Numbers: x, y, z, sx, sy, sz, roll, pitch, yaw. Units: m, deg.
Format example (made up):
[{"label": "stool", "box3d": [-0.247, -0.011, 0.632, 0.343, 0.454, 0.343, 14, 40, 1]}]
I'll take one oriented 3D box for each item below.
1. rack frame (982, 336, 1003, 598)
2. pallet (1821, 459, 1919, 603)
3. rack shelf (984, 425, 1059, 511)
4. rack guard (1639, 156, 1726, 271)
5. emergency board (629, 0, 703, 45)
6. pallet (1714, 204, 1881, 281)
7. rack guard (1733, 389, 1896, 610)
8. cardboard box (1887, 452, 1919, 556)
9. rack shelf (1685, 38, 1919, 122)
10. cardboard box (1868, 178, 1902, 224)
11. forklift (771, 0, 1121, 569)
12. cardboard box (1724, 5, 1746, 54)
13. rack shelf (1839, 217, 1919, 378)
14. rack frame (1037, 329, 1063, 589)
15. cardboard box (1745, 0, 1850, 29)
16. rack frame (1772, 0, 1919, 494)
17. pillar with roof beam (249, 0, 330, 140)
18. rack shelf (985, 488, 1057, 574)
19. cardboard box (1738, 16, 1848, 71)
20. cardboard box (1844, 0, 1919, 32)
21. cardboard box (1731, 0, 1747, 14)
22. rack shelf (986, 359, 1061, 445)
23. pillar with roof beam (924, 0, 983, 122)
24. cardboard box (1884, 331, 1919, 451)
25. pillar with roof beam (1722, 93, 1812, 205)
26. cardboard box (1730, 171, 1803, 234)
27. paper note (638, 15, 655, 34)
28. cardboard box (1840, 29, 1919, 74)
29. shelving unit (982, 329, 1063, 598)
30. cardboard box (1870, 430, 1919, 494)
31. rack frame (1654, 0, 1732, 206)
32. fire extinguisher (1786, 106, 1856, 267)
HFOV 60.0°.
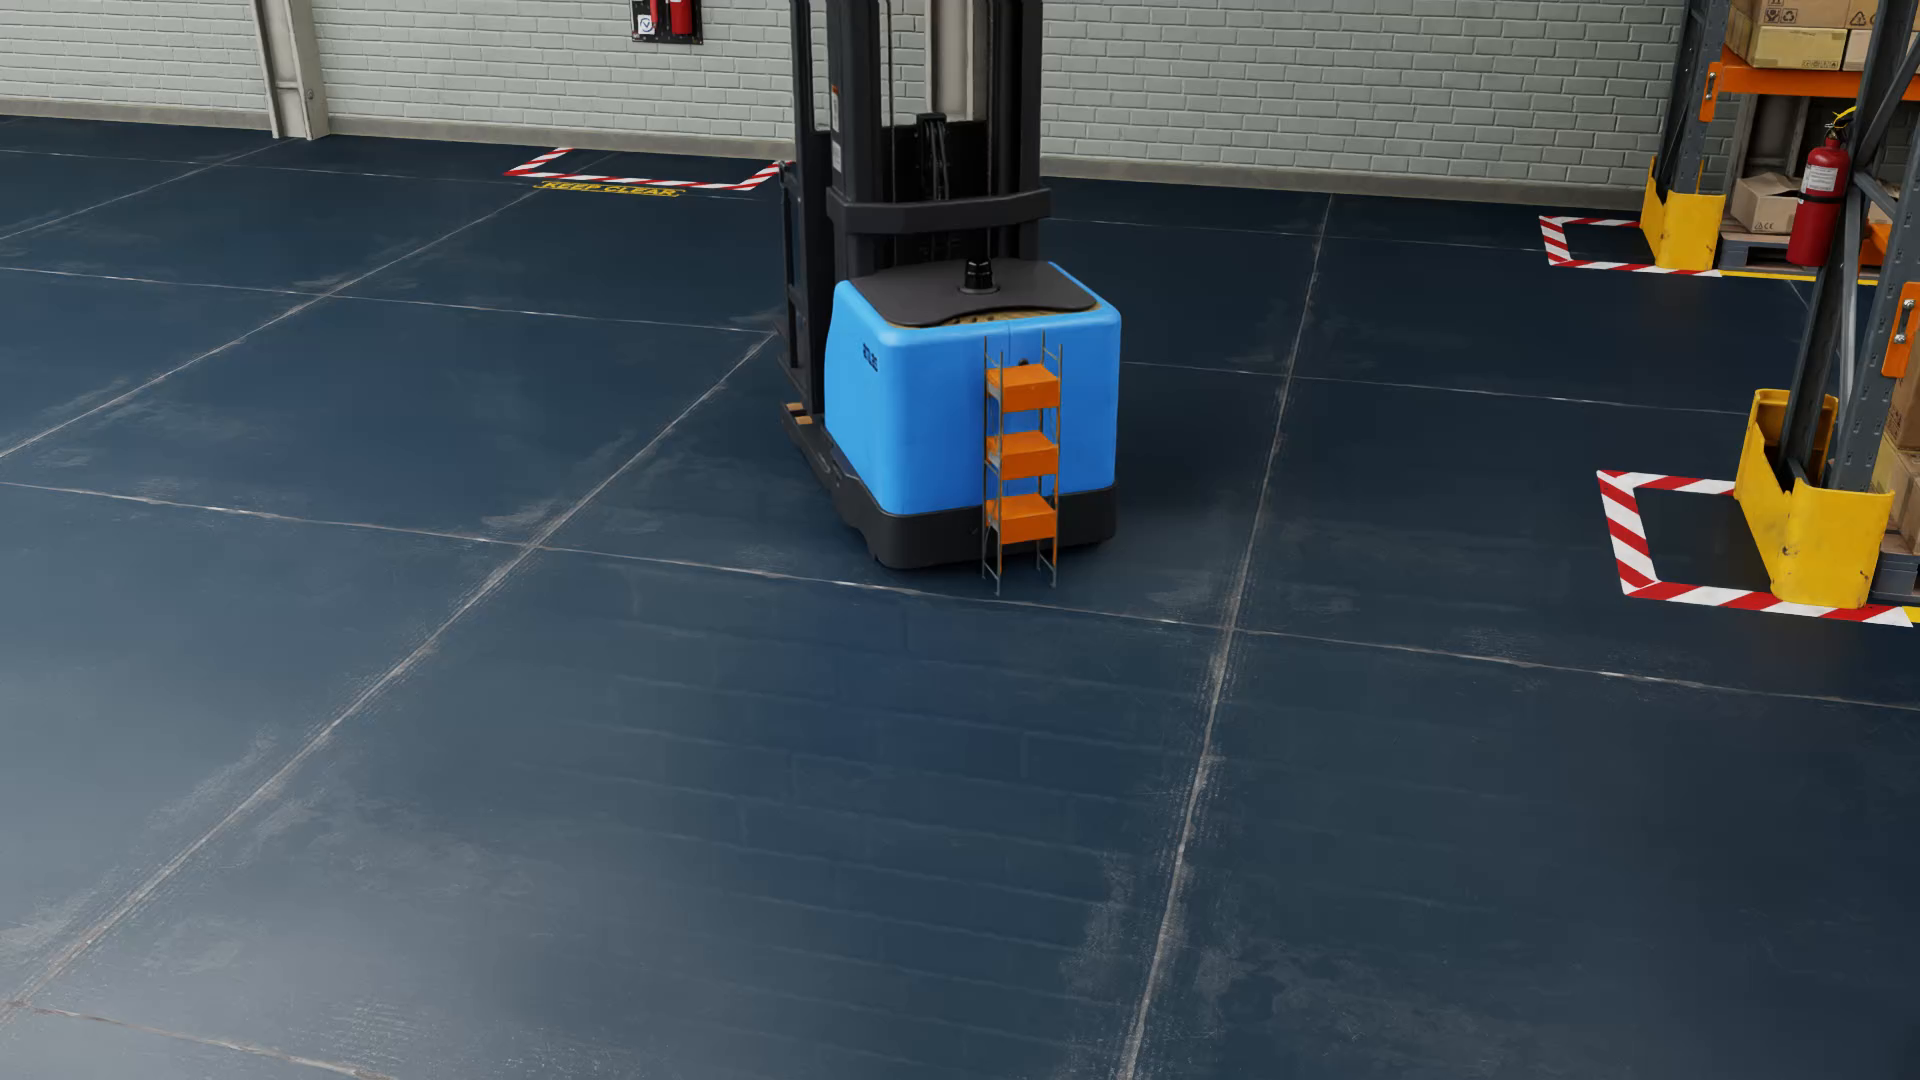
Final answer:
[{"label": "rack frame", "box3d": [0.128, -0.281, 6.619, 0.008, 1.050, 0.200, -8, 27, -17]}, {"label": "pallet", "box3d": [4.389, -0.005, 7.015, 1.213, 0.211, 1.003, 6, 26, 13]}, {"label": "rack shelf", "box3d": [0.243, -0.289, 6.659, 0.240, 0.259, 0.215, -8, 27, -17]}, {"label": "rack guard", "box3d": [4.942, -2.254, 11.404, 0.348, 0.500, 1.175, 6, 26, 13]}, {"label": "emergency board", "box3d": [-2.433, -4.599, 13.421, 0.643, 1.169, 0.194, 6, 26, 13]}, {"label": "pallet", "box3d": [5.720, -2.022, 11.252, 1.213, 0.211, 1.003, 6, 26, 13]}, {"label": "rack guard", "box3d": [3.615, -0.202, 7.094, 0.348, 0.500, 1.175, 6, 26, 13]}, {"label": "cardboard box", "box3d": [4.102, -0.127, 6.737, 0.500, 0.250, 0.500, 6, 26, 13]}, {"label": "rack shelf", "box3d": [6.805, -2.852, 10.588, 4.000, 0.370, 1.077, 6, 26, 13]}, {"label": "cardboard box", "box3d": [6.068, -2.203, 11.005, 0.500, 0.311, 0.500, 9, 27, 17]}, {"label": "forklift", "box3d": [-0.270, -1.815, 7.652, 1.130, 2.935, 3.031, -8, 27, -16]}, {"label": "cardboard box", "box3d": [5.369, -3.363, 10.976, 0.500, 0.250, 0.500, 7, 26, 14]}, {"label": "rack shelf", "box3d": [5.575, -0.790, 6.256, 4.000, 0.370, 1.077, 6, 26, 13]}, {"label": "rack frame", "box3d": [0.358, -0.315, 6.691, 0.008, 1.050, 0.200, -8, 27, -17]}, {"label": "cardboard box", "box3d": [5.255, -3.495, 10.380, 0.500, 0.500, 0.500, 6, 26, 13]}, {"label": "rack frame", "box3d": [3.638, -1.329, 6.551, 0.127, 3.000, 1.000, 6, 26, 13]}, {"label": "pillar with roof beam", "box3d": [-6.933, -5.878, 9.127, 0.400, 9.000, 9.100, 6, 26, 13]}, {"label": "rack shelf", "box3d": [0.243, -0.038, 6.779, 0.240, 0.259, 0.215, -8, 27, -17]}, {"label": "cardboard box", "box3d": [5.261, -3.148, 10.524, 0.500, 0.250, 0.500, 6, 26, 11]}, {"label": "cardboard box", "box3d": [5.732, -3.438, 10.260, 0.500, 0.500, 0.500, 6, 26, 13]}, {"label": "cardboard box", "box3d": [5.377, -3.709, 10.830, 0.500, 0.500, 0.500, 6, 26, 12]}, {"label": "rack shelf", "box3d": [0.243, -0.545, 6.537, 0.240, 0.259, 0.215, -8, 27, -17]}, {"label": "pillar with roof beam", "box3d": [-1.122, -5.235, 7.778, 0.400, 9.000, 9.100, 6, 26, 13]}, {"label": "cardboard box", "box3d": [4.231, -0.682, 7.030, 0.500, 0.500, 0.500, 6, 26, 13]}, {"label": "pillar with roof beam", "box3d": [4.689, -4.593, 6.429, 0.400, 9.000, 9.100, 6, 26, 13]}, {"label": "cardboard box", "box3d": [5.516, -2.264, 11.133, 0.500, 0.311, 0.500, 3, 26, 7]}, {"label": "paper note", "box3d": [-2.588, -4.249, 13.710, 0.142, 0.148, 0.016, 6, 26, 13]}, {"label": "cardboard box", "box3d": [5.768, -3.098, 10.420, 0.500, 0.250, 0.500, 5, 26, 11]}, {"label": "shelving unit", "box3d": [0.243, -0.298, 6.655, 0.252, 1.050, 0.215, -8, 27, -17]}, {"label": "cardboard box", "box3d": [4.231, -0.342, 7.190, 0.500, 0.250, 0.500, 6, 26, 13]}, {"label": "rack frame", "box3d": [4.868, -3.391, 10.884, 0.127, 3.000, 1.000, 6, 26, 13]}, {"label": "fire extinguisher", "box3d": [3.639, -1.500, 7.000, 0.183, 0.674, 0.296, 6, 26, 13]}]
